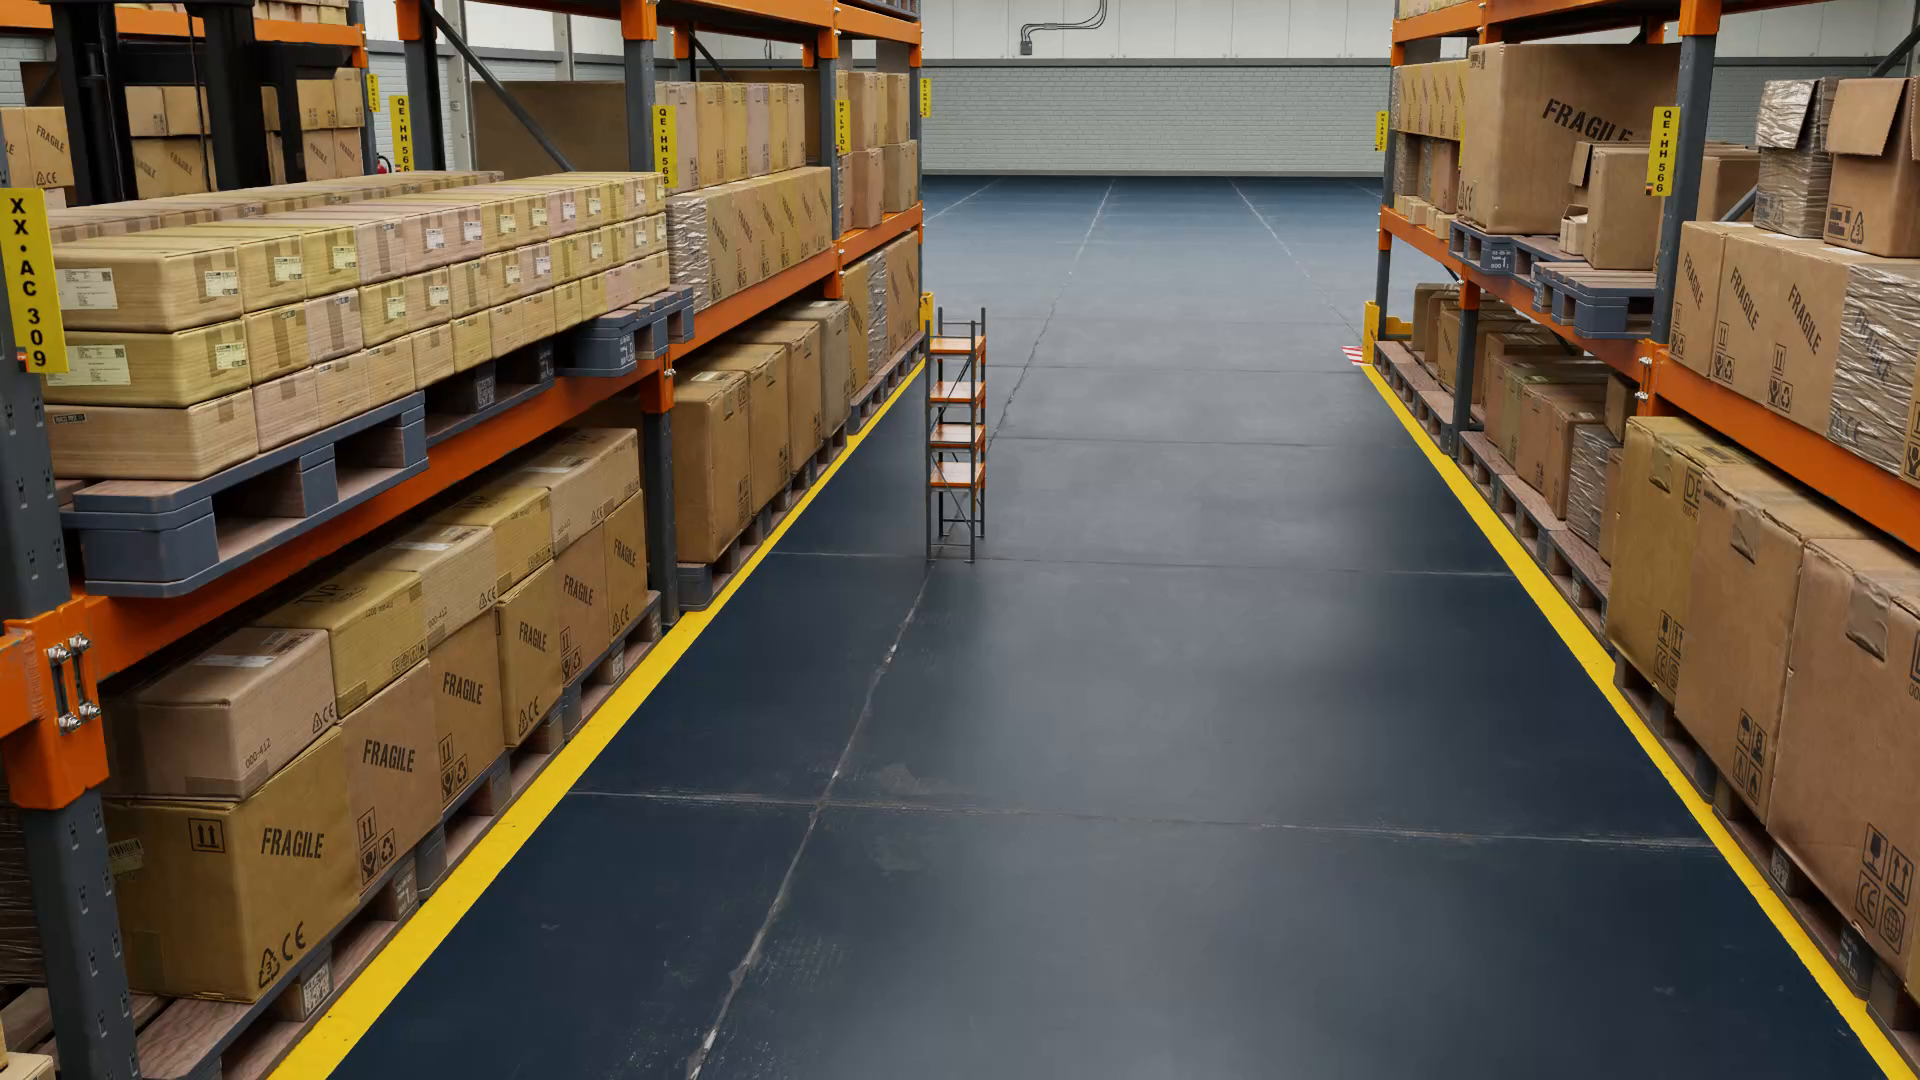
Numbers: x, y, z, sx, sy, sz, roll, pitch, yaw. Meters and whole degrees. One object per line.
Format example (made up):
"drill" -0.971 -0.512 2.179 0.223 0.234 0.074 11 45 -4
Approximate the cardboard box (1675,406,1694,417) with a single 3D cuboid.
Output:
"cardboard box" 3.221 -0.462 7.135 0.500 0.250 0.500 2 15 9

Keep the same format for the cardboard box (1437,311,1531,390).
"cardboard box" 3.761 -1.368 11.960 0.500 0.500 0.500 0 15 1

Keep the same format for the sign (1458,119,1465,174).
"sign" 3.087 -2.389 10.094 0.100 0.325 0.005 2 15 6

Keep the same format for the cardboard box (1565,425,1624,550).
"cardboard box" 3.281 -0.244 7.765 0.700 0.500 0.500 0 15 2

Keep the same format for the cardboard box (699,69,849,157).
"cardboard box" -1.215 -2.818 10.982 0.875 0.550 0.550 2 15 6

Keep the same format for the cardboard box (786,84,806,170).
"cardboard box" -1.340 -2.532 10.172 0.700 0.500 0.500 1 15 5

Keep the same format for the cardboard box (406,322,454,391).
"cardboard box" -1.576 -0.493 4.415 0.380 0.149 0.250 1 15 4

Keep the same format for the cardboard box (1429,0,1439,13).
"cardboard box" 3.601 -3.856 11.716 0.500 0.250 0.500 2 15 8

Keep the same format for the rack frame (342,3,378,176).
"rack frame" -5.769 -3.287 15.071 1.000 3.000 0.127 2 15 6

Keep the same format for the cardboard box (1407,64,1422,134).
"cardboard box" 3.627 -3.276 12.353 0.500 0.500 0.500 2 15 6

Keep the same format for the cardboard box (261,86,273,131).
"cardboard box" -5.824 -3.431 12.926 0.700 0.500 0.500 2 15 6

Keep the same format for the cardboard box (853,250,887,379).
"cardboard box" -1.052 -1.702 12.475 0.875 0.875 0.875 2 15 7

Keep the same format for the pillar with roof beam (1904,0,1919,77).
"pillar with roof beam" 18.731 -13.154 40.068 9.100 9.000 0.400 2 15 6

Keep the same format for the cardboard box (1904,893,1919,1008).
"cardboard box" 2.776 0.774 3.320 1.225 0.875 0.875 2 15 6

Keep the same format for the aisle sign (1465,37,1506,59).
"aisle sign" 4.383 -4.257 13.679 0.394 0.787 0.004 2 15 6

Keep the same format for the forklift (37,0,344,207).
"forklift" -3.943 -1.606 8.985 1.130 2.935 3.031 1 15 2

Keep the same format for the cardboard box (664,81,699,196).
"cardboard box" -1.625 -1.871 7.727 0.700 0.500 0.500 1 15 5

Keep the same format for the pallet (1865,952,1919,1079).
"pallet" 2.736 1.261 3.594 1.003 0.211 1.213 2 15 6

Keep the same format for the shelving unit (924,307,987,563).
"shelving unit" -0.019 -0.536 8.347 0.258 1.200 0.503 2 15 6

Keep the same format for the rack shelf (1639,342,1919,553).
"rack shelf" 2.950 -0.054 4.494 1.077 0.370 4.000 2 15 6

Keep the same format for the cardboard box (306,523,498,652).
"cardboard box" -1.728 0.133 4.972 0.500 0.250 0.500 2 15 8

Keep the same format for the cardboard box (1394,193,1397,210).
"cardboard box" 3.809 -2.807 13.777 0.380 0.149 0.250 2 15 6

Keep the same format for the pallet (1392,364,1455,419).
"pallet" 3.802 -1.104 12.340 1.003 0.211 1.213 2 15 6

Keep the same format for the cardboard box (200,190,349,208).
"cardboard box" -2.133 -1.006 5.173 0.380 0.149 0.250 2 15 8

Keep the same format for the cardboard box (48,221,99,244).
"cardboard box" -2.281 -0.670 3.931 0.380 0.149 0.250 1 15 4

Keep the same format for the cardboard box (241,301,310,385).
"cardboard box" -1.664 -0.436 3.634 0.380 0.149 0.250 1 15 5

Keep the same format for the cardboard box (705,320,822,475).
"cardboard box" -1.384 -0.833 9.501 1.050 0.750 0.750 2 15 6

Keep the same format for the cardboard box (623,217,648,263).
"cardboard box" -1.373 -1.107 6.115 0.380 0.149 0.250 2 15 8

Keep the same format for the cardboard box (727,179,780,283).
"cardboard box" -1.252 -1.641 8.793 0.500 0.500 0.500 2 15 6

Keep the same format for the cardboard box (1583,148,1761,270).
"cardboard box" 3.160 -1.460 7.319 0.700 0.500 0.500 4 16 15

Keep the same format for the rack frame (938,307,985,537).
"rack frame" 0.009 -0.600 8.581 0.240 1.200 0.015 2 15 6

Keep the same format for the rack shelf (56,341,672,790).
"rack shelf" -1.967 -0.226 5.131 1.077 0.370 4.000 2 15 6

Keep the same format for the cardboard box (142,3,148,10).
"cardboard box" -5.938 -3.784 11.643 0.380 0.149 0.250 2 15 6

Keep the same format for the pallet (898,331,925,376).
"pallet" -0.851 -1.611 14.217 1.003 0.211 1.213 2 15 6

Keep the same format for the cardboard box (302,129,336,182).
"cardboard box" -5.617 -3.200 13.989 0.500 0.500 0.500 2 15 6

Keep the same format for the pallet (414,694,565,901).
"pallet" -1.971 0.772 5.403 1.003 0.211 1.213 2 15 6

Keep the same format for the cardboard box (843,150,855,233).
"cardboard box" -1.221 -2.442 11.658 0.875 0.550 0.550 2 15 6

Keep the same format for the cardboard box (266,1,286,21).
"cardboard box" -5.666 -4.250 13.366 0.380 0.149 0.250 2 15 6

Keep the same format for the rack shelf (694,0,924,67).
"rack shelf" -1.065 -3.749 12.413 1.077 0.370 4.000 2 15 6

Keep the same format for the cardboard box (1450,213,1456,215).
"cardboard box" 3.561 -2.157 11.375 0.380 0.149 0.250 2 15 6

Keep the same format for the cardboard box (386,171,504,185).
"cardboard box" -1.987 -1.346 6.429 0.380 0.149 0.250 2 15 6

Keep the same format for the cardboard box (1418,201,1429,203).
"cardboard box" 3.674 -2.482 12.577 0.380 0.149 0.250 2 15 6

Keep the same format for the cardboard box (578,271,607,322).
"cardboard box" -1.431 -0.837 5.687 0.380 0.149 0.250 1 15 6

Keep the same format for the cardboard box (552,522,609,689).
"cardboard box" -1.618 0.225 6.070 0.500 0.500 0.500 2 15 9

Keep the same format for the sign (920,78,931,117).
"sign" -0.301 -3.821 14.374 0.100 0.325 0.005 2 15 6

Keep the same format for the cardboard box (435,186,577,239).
"cardboard box" -1.461 -1.056 5.357 0.380 0.149 0.250 2 15 6

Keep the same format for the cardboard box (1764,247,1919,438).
"cardboard box" 2.740 -0.583 4.882 0.500 0.500 0.500 1 15 5

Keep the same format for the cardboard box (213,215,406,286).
"cardboard box" -1.604 -0.716 4.100 0.380 0.149 0.250 1 15 6

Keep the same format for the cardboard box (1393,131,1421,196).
"cardboard box" 3.989 -3.045 13.415 0.875 0.500 0.500 2 15 6

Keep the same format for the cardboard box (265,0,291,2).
"cardboard box" -5.671 -4.400 13.159 0.500 0.250 0.500 2 15 8

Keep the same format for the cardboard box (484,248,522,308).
"cardboard box" -1.517 -0.774 4.886 0.380 0.149 0.250 1 15 5

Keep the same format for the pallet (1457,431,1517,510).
"pallet" 3.540 -0.409 9.772 1.003 0.211 1.213 2 15 6

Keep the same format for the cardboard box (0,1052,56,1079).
"cardboard box" -1.913 1.066 3.060 0.380 0.149 0.250 2 15 7

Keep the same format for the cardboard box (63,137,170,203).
"cardboard box" -5.894 -2.547 11.574 0.500 0.500 0.500 2 15 6
